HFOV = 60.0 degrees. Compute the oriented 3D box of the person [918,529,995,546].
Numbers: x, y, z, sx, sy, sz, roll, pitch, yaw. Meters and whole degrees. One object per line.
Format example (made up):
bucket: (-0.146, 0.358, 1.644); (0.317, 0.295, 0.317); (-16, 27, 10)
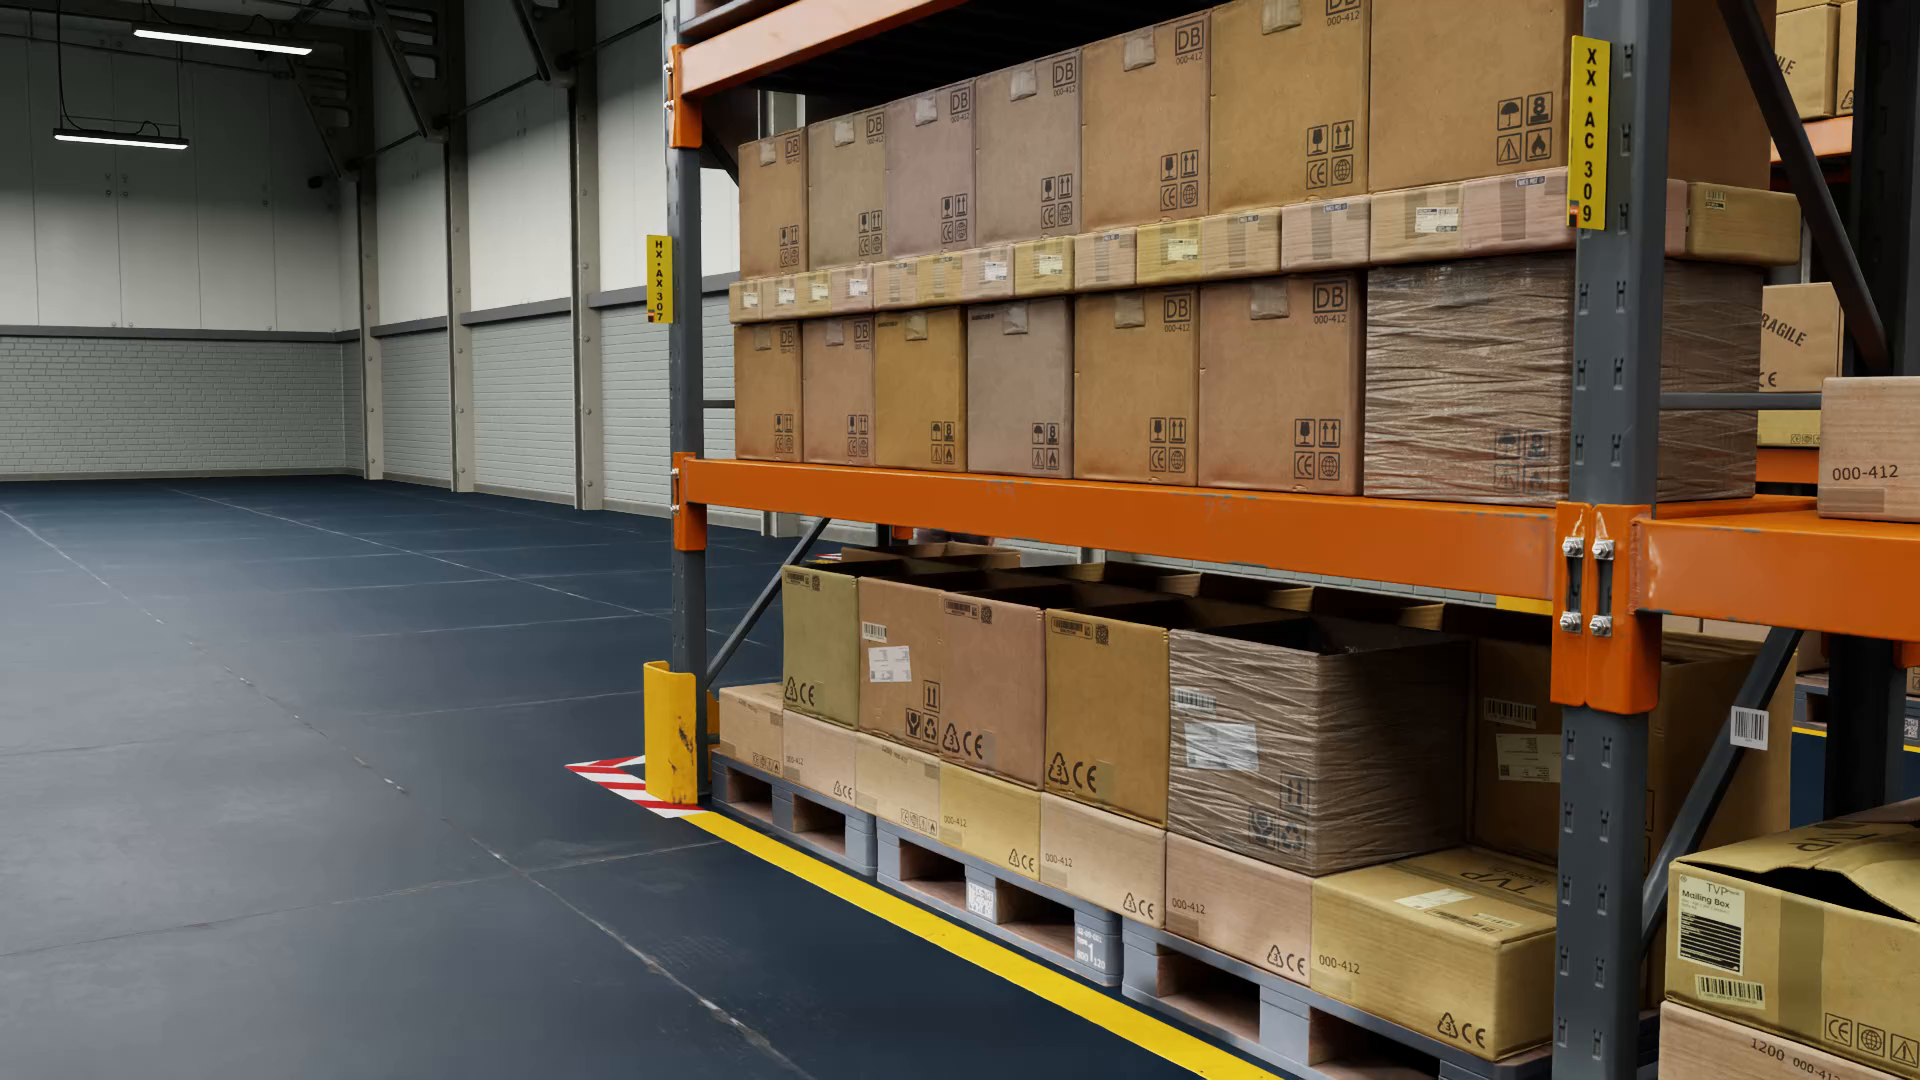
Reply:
person: (-0.047, -0.069, 9.287); (0.567, 1.622, 0.584); (2, 5, 23)
